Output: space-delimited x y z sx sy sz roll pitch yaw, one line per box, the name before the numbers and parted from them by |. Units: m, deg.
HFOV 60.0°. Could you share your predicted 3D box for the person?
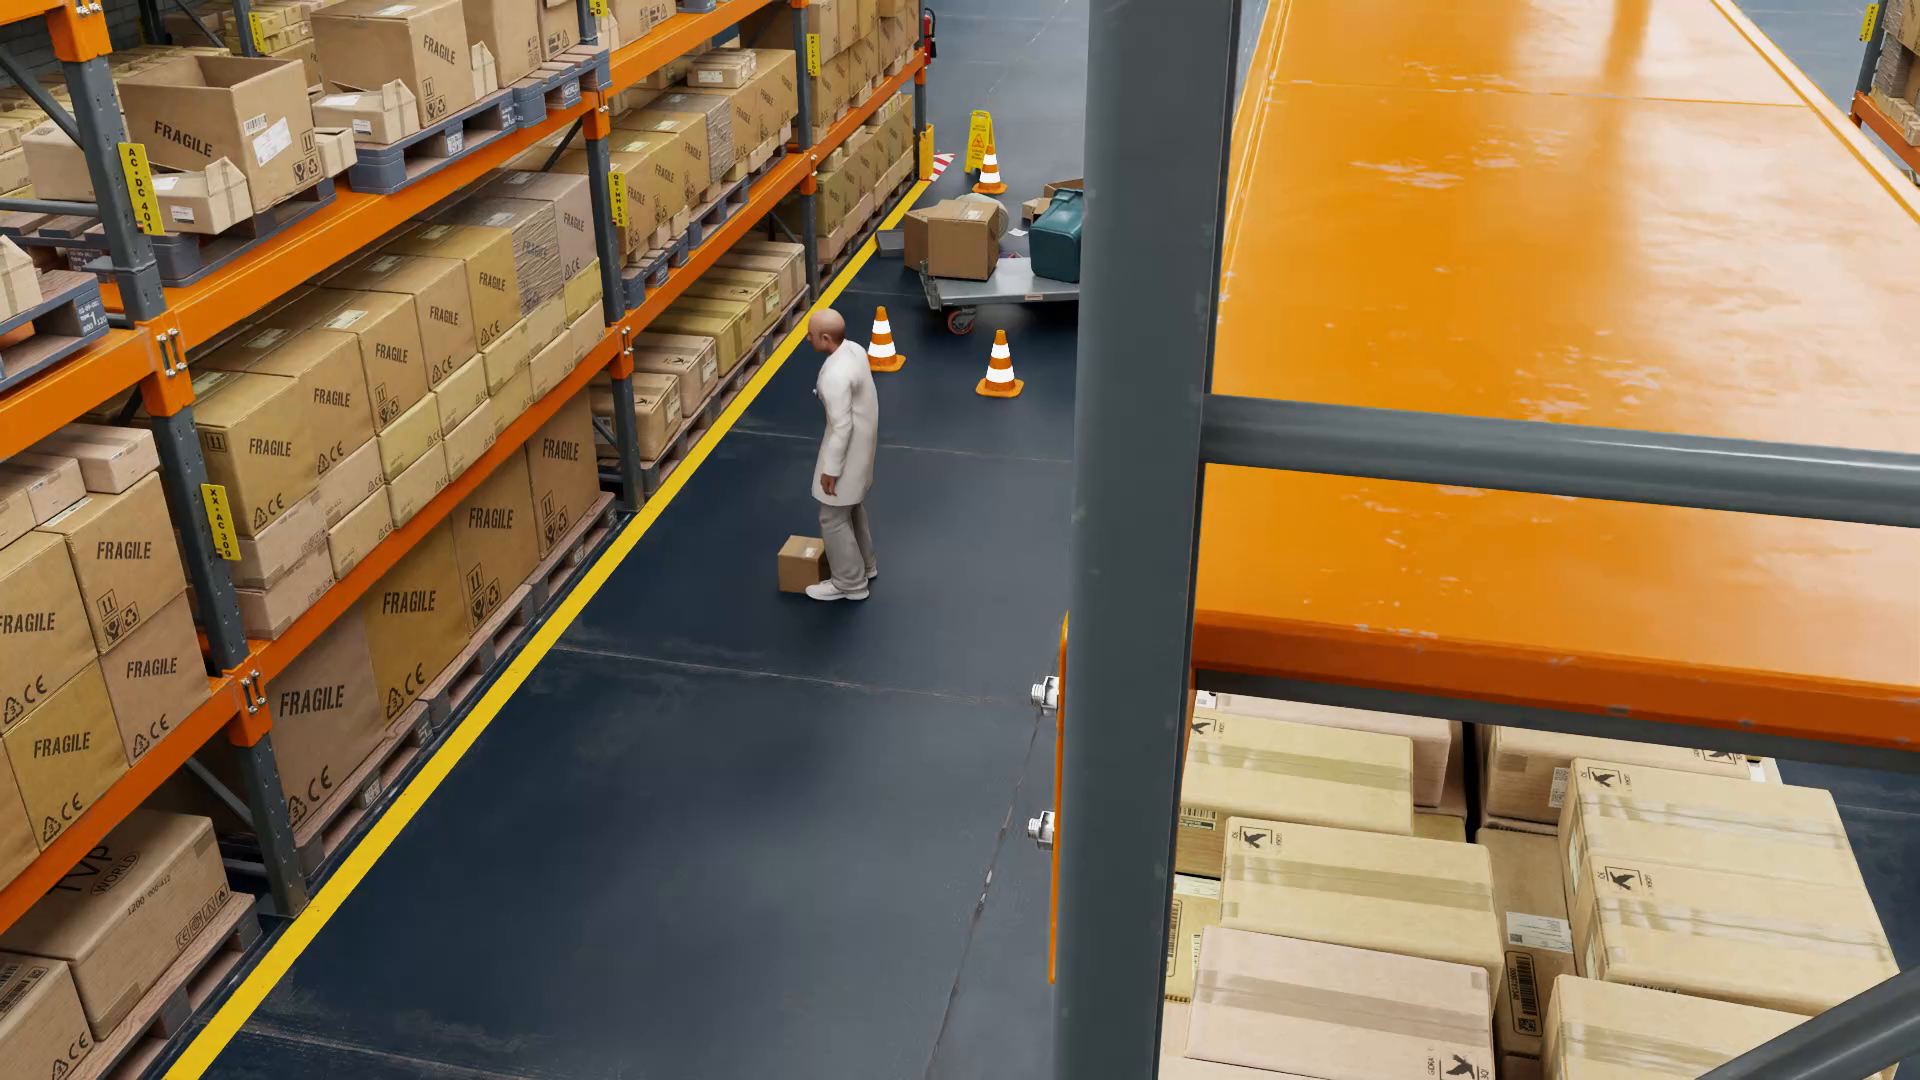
person | -0.681 -0.494 9.555 0.429 1.772 0.643 4 29 8
